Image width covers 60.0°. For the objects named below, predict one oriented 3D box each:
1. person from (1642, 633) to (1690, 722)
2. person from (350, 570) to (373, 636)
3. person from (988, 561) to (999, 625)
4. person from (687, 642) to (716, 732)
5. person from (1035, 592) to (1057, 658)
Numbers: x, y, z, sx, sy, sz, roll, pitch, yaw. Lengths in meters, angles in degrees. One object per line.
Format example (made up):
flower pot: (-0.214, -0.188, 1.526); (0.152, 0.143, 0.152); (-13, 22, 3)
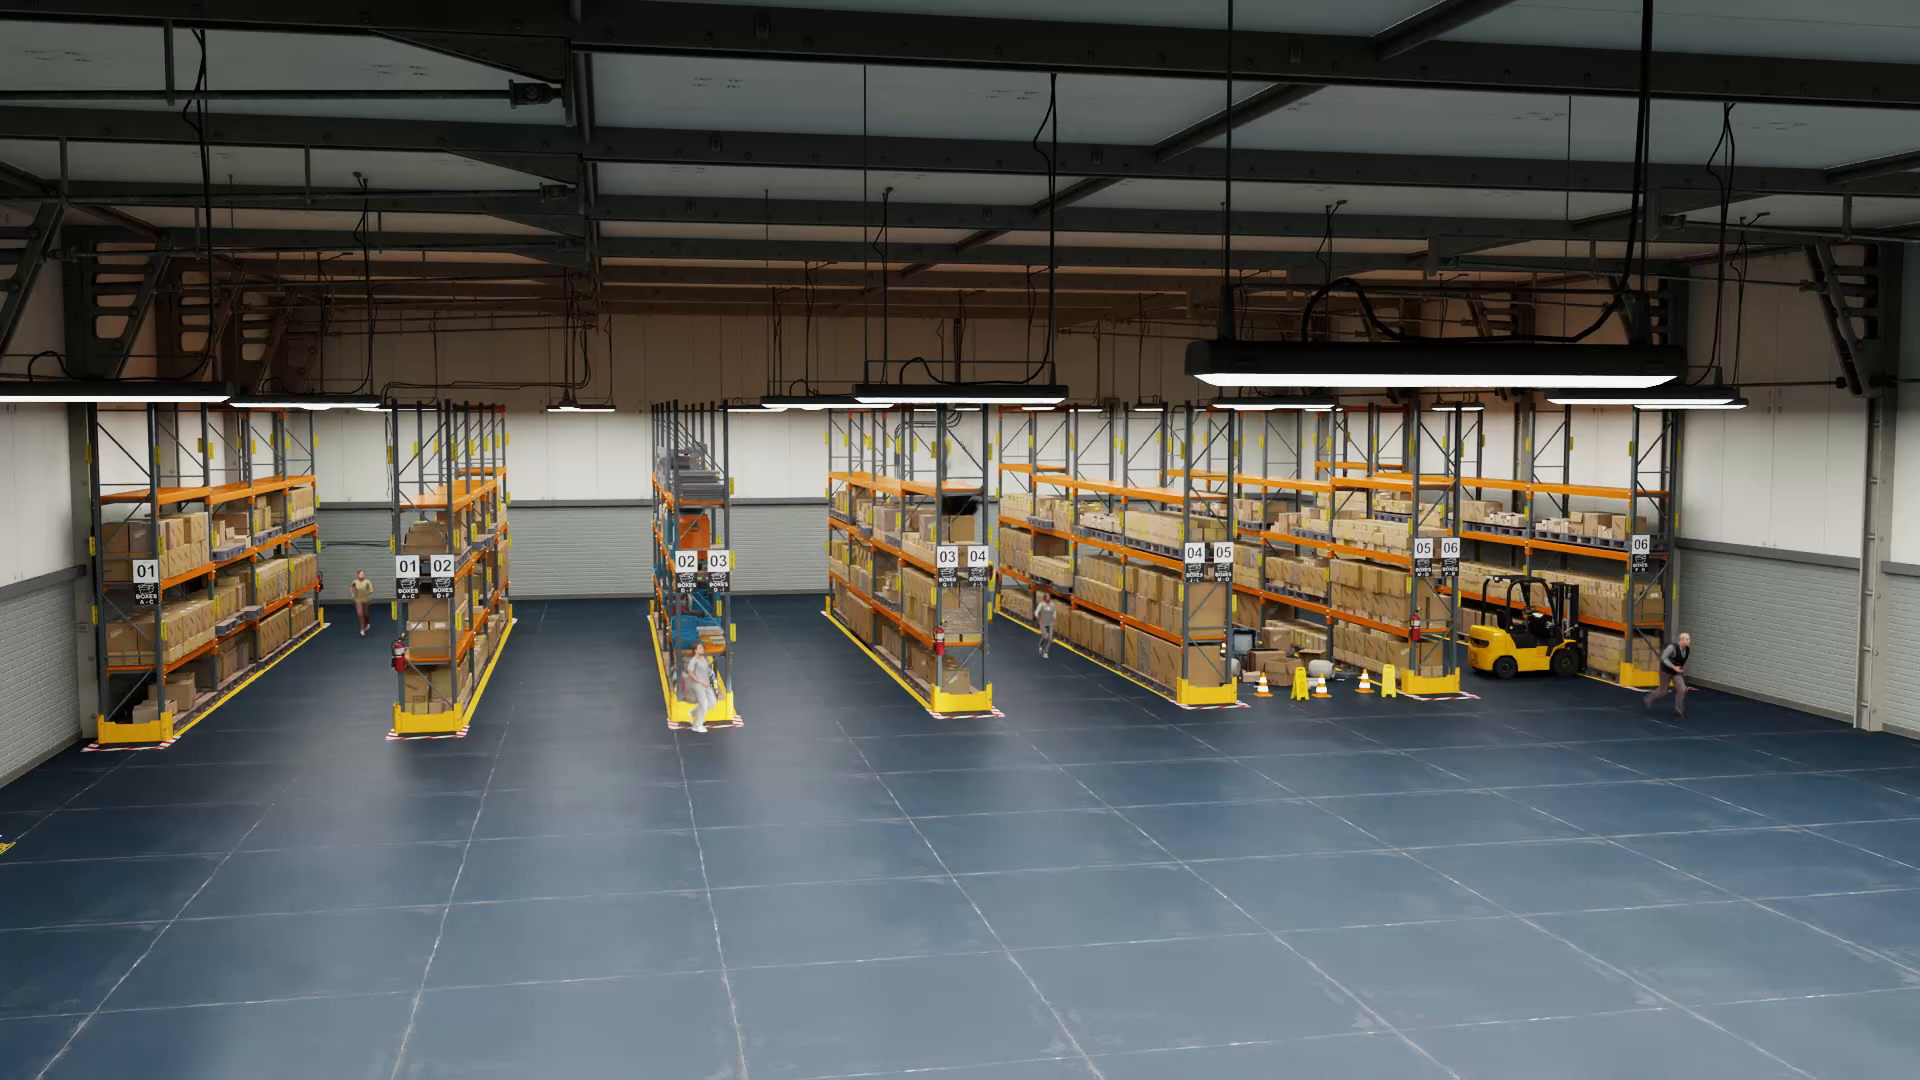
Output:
person: (13.380, 2.551, 31.456); (0.696, 1.680, 1.008); (-3, 5, -30)
person: (-15.640, 1.619, 43.487); (0.587, 1.680, 0.944); (-1, 5, -19)
person: (0.752, 1.426, 45.843); (0.701, 1.752, 0.994); (-1, 4, -13)
person: (-4.702, 2.666, 30.041); (0.532, 1.604, 0.551); (2, 5, 20)
person: (2.039, 2.008, 39.060); (0.516, 1.541, 0.529); (-1, 4, -17)
